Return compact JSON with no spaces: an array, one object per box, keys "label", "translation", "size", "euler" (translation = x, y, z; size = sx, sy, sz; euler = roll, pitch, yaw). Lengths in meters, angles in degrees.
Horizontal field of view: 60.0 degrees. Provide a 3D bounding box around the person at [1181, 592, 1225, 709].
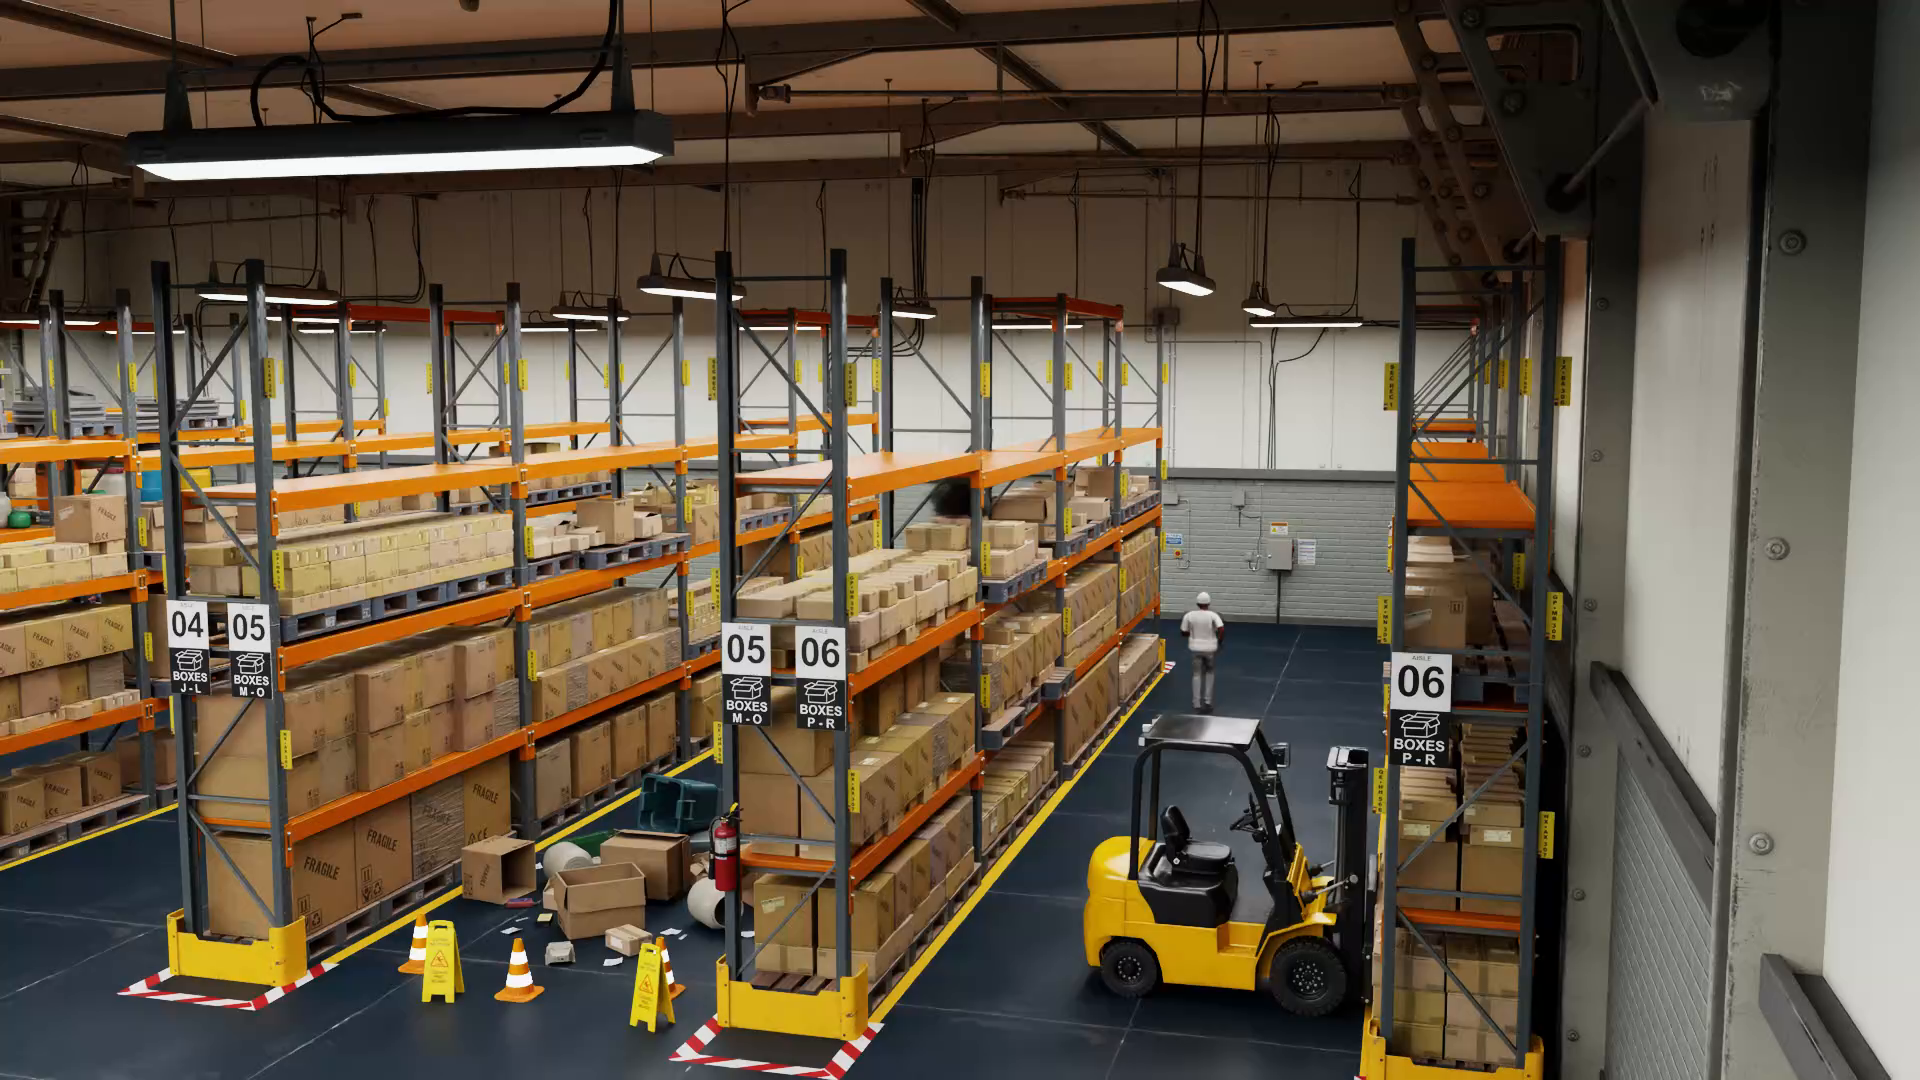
[{"label":"person","translation":[3.615,1.681,24.727],"size":[0.675,1.830,0.722],"euler":[1,6,14]}]
